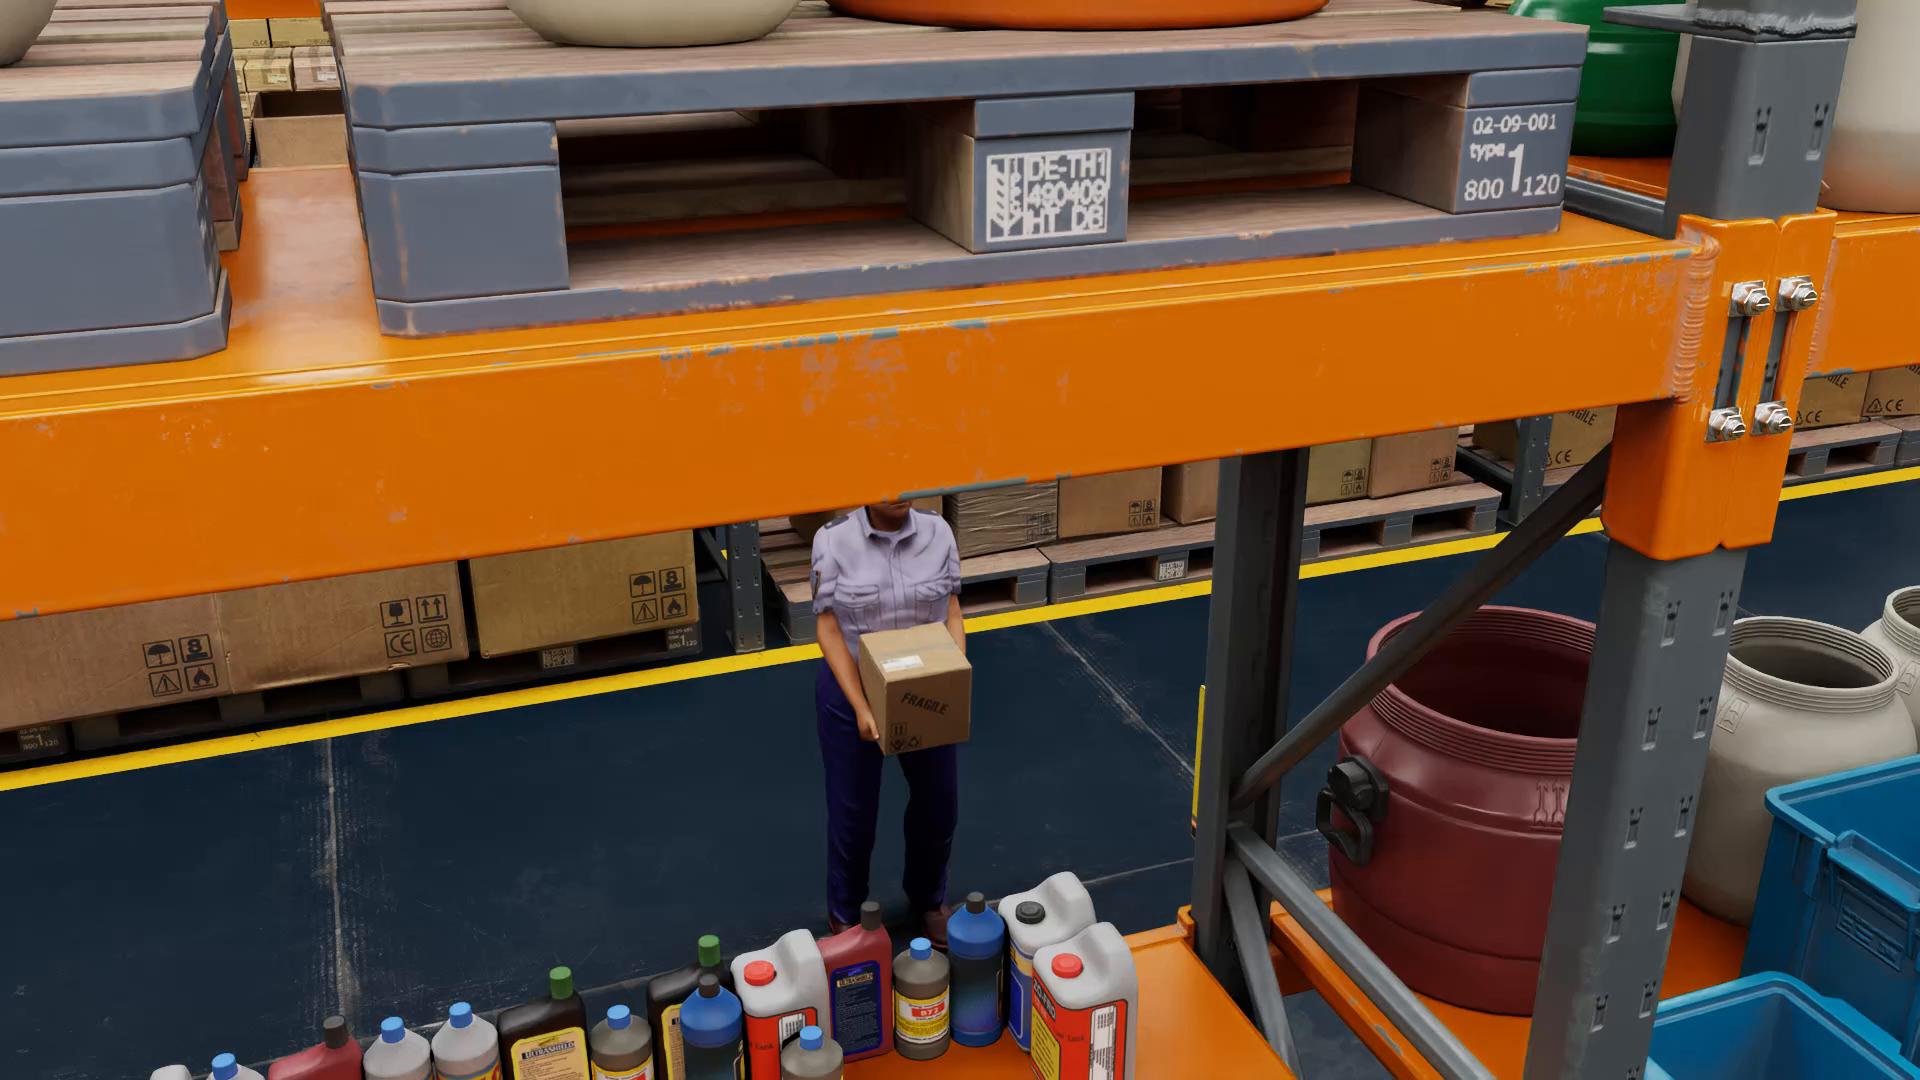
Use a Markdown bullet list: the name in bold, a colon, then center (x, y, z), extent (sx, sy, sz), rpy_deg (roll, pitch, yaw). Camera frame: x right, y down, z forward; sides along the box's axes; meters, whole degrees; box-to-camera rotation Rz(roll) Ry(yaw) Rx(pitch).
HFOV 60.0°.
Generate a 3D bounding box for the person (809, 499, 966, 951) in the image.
- **person**: center (-0.184, 0.511, 4.905), extent (0.452, 1.634, 0.524), rpy_deg (-8, 24, -18)
